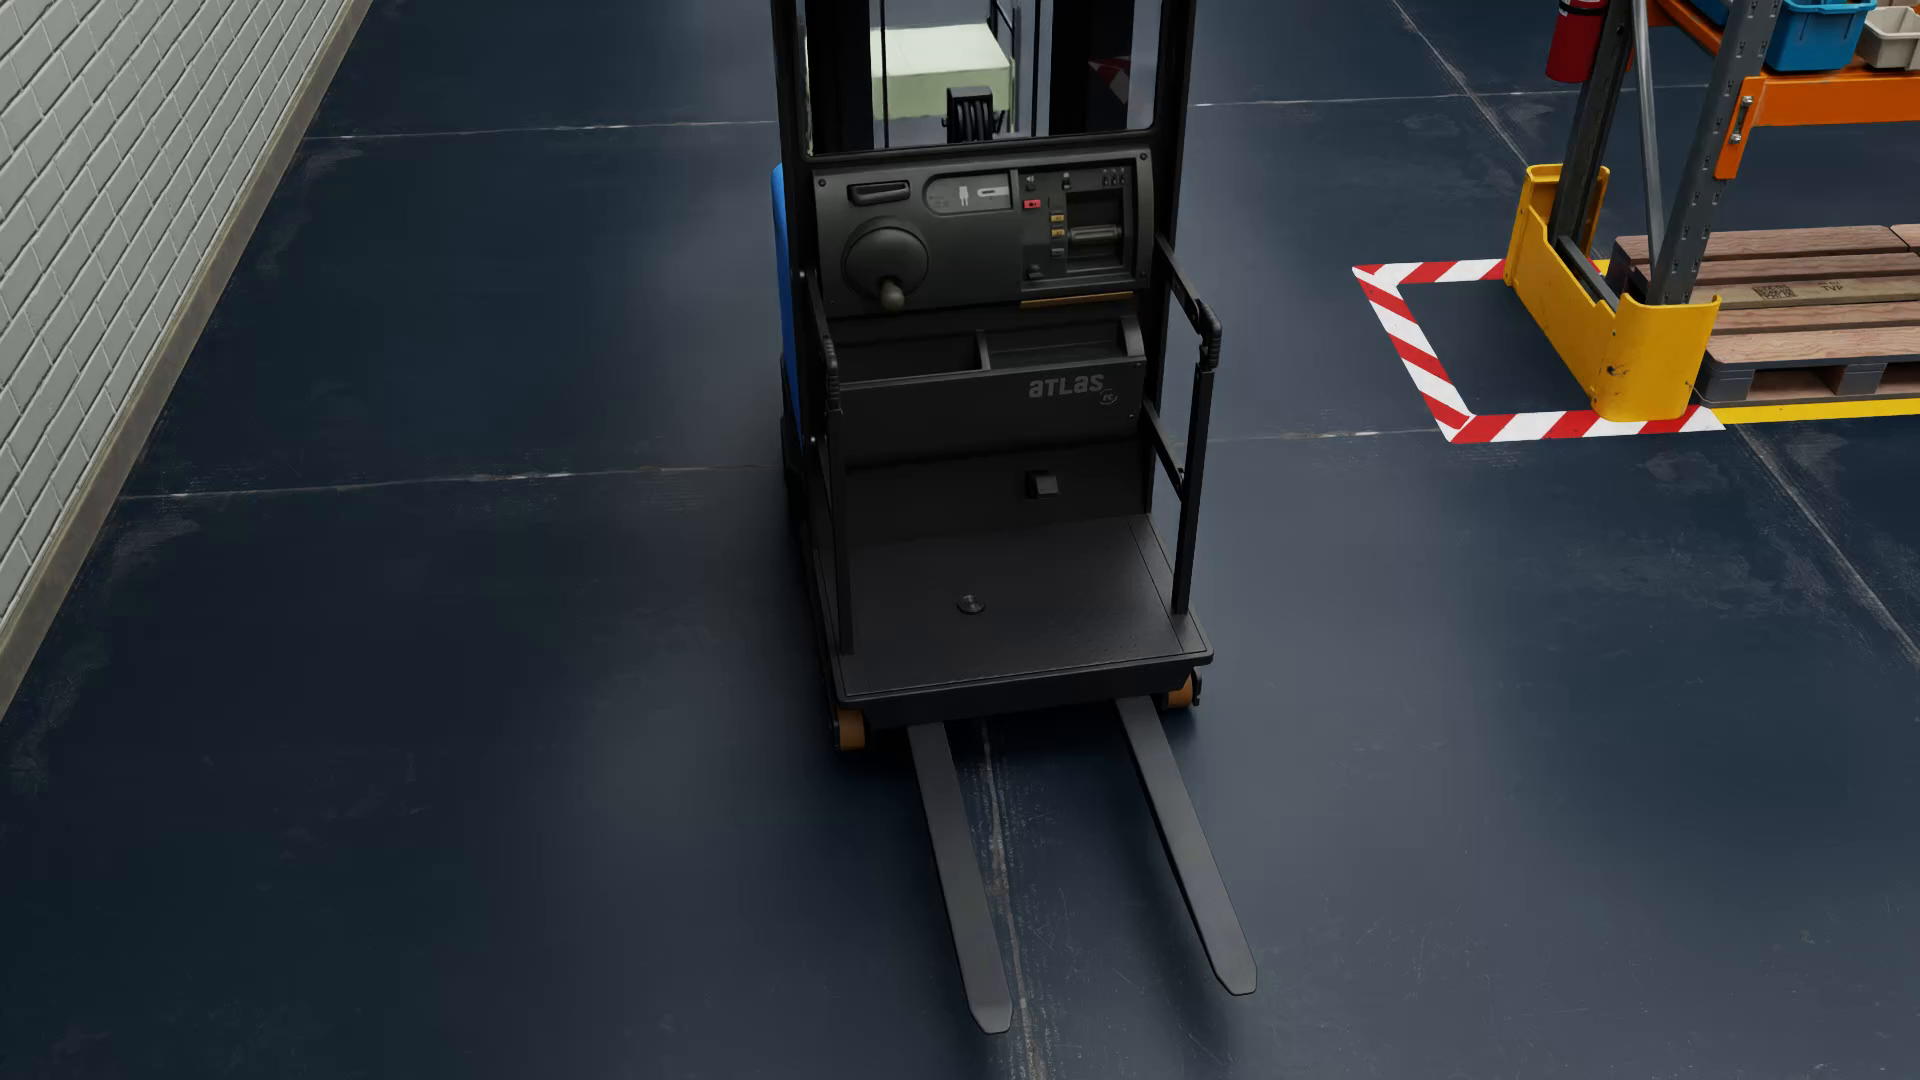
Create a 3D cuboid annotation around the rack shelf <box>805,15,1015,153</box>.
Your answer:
[{"bbox_3d":[-0.203,-1.587,5.920,0.720,0.370,0.431,-7,39,-9],"label":"rack shelf"}]

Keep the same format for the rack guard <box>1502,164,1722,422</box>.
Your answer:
[{"bbox_3d":[2.561,-1.010,6.626,0.348,0.500,1.175,-3,38,-4],"label":"rack guard"}]

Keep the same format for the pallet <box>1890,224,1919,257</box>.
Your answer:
[{"bbox_3d":[4.621,-0.992,6.837,1.213,0.211,1.003,-3,38,-4],"label":"pallet"}]

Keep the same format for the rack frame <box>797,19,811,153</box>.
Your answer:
[{"bbox_3d":[-0.563,-1.237,6.107,0.023,1.500,0.400,-7,39,-9],"label":"rack frame"}]

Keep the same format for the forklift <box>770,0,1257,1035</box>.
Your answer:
[{"bbox_3d":[0.112,-0.771,4.361,1.130,2.935,3.031,-7,39,-8],"label":"forklift"}]

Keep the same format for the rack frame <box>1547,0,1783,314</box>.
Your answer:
[{"bbox_3d":[2.584,-2.000,5.864,0.127,3.000,1.000,-3,38,-4],"label":"rack frame"}]

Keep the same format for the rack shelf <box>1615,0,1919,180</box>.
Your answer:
[{"bbox_3d":[4.576,-1.828,6.226,4.000,0.370,1.077,-3,38,-4],"label":"rack shelf"}]

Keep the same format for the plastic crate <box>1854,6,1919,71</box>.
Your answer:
[{"bbox_3d":[3.186,-1.697,5.644,0.298,0.136,0.250,-3,38,-4],"label":"plastic crate"}]

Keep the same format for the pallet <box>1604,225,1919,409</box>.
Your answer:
[{"bbox_3d":[3.409,-0.927,6.755,1.213,0.211,1.003,-3,38,-4],"label":"pallet"}]

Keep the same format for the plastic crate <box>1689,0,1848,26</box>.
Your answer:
[{"bbox_3d":[2.901,-2.171,6.004,0.499,0.435,0.616,-3,38,-4],"label":"plastic crate"}]

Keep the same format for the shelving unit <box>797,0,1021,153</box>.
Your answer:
[{"bbox_3d":[-0.203,-1.280,6.161,0.755,1.500,0.431,-7,39,-9],"label":"shelving unit"}]

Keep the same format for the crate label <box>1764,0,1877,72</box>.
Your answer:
[{"bbox_3d":[2.859,-1.769,5.657,0.303,0.233,0.416,-3,38,-4],"label":"crate label"}]

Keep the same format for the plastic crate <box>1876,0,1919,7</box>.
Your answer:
[{"bbox_3d":[3.380,-2.077,6.125,0.243,0.136,0.396,-3,38,-4],"label":"plastic crate"}]

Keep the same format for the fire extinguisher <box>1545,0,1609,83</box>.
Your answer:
[{"bbox_3d":[2.393,-2.096,6.348,0.183,0.674,0.296,-3,38,-4],"label":"fire extinguisher"}]

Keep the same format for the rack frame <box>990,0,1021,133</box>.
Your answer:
[{"bbox_3d":[0.156,-1.324,6.216,0.023,1.500,0.400,-7,39,-9],"label":"rack frame"}]
